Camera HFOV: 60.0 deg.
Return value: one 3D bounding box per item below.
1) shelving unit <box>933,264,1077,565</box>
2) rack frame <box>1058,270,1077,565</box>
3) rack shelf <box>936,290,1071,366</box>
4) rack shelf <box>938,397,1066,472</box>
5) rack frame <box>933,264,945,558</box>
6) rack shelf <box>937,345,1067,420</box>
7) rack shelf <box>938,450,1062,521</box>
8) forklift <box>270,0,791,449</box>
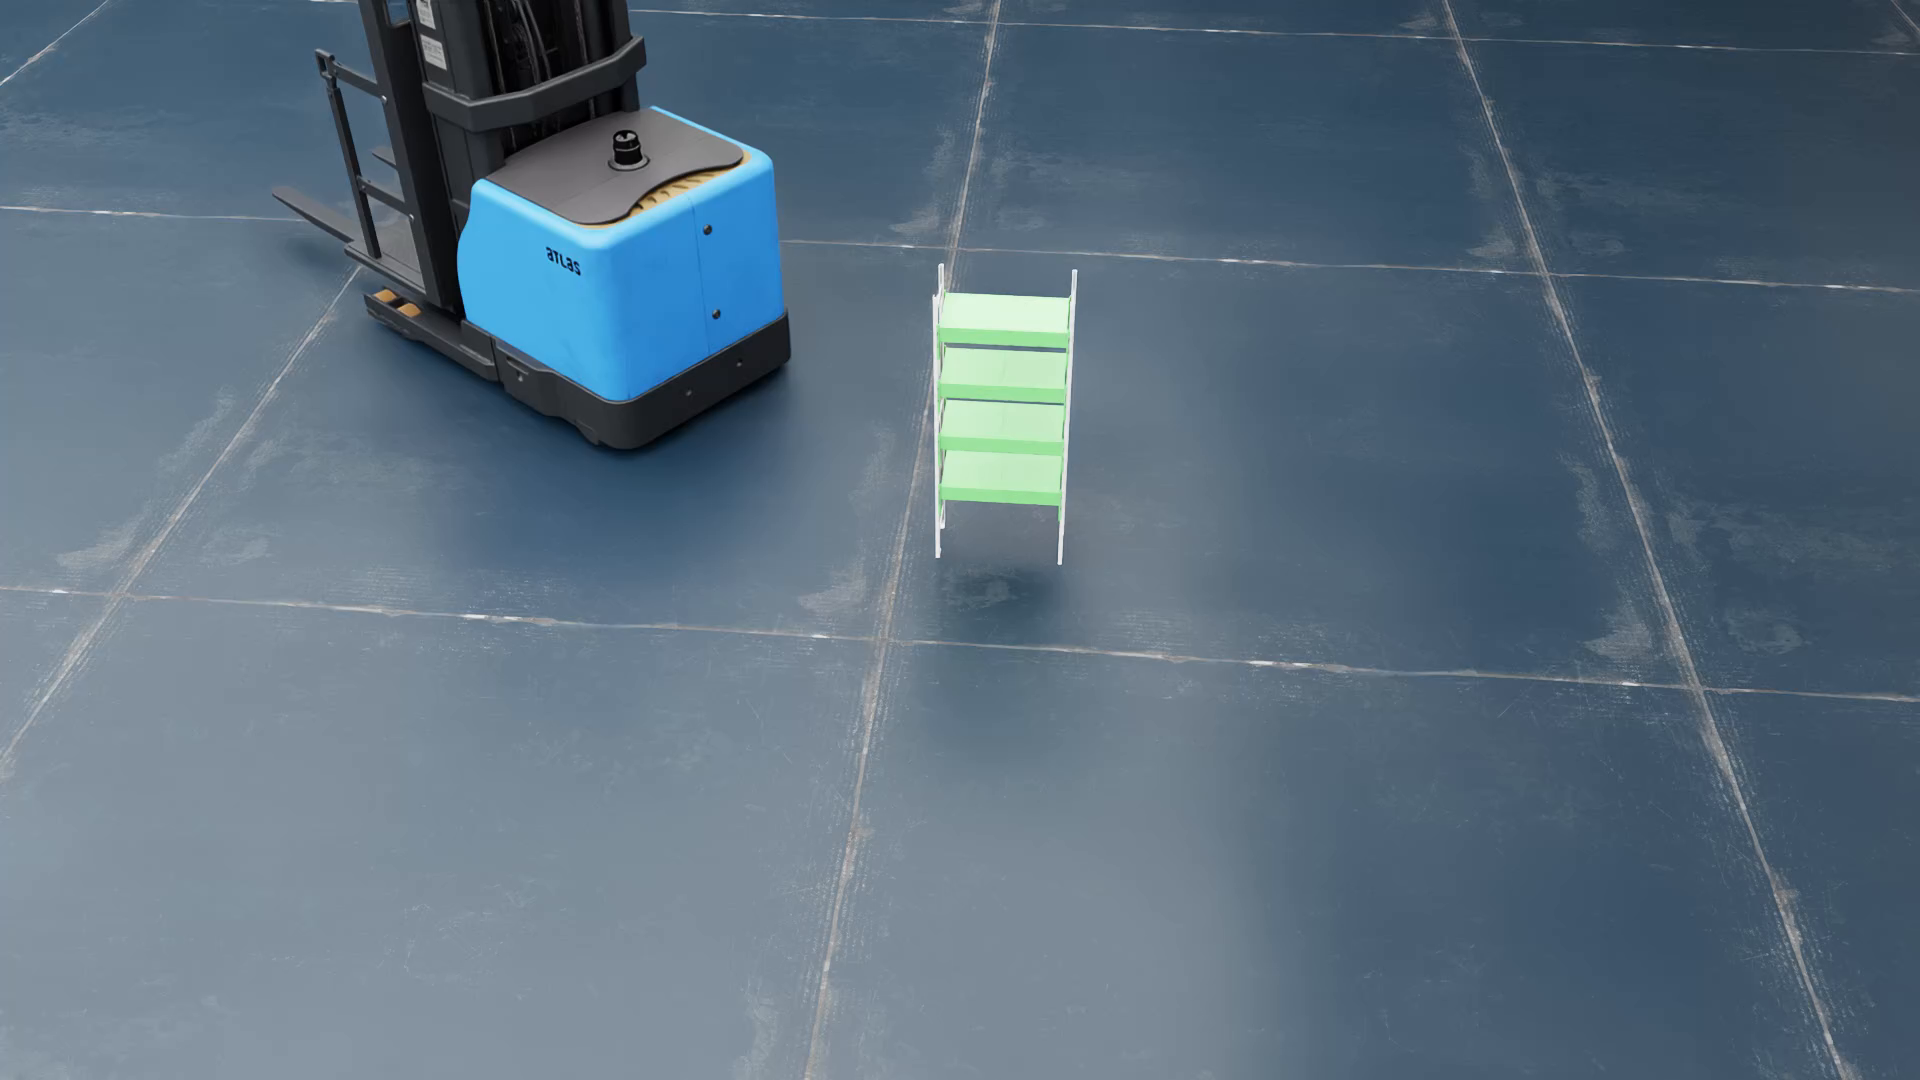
[{"bbox_3d":[0.165,-0.456,6.360,0.503,1.200,0.258,3,39,4],"label":"shelving unit"},{"bbox_3d":[0.408,-0.443,6.344,0.015,1.200,0.240,3,39,4],"label":"rack frame"},{"bbox_3d":[0.165,-0.779,6.097,0.480,0.148,0.258,3,39,4],"label":"rack shelf"},{"bbox_3d":[0.165,-0.407,6.400,0.480,0.148,0.258,3,39,4],"label":"rack shelf"},{"bbox_3d":[-0.078,-0.470,6.376,0.015,1.200,0.240,3,39,4],"label":"rack frame"},{"bbox_3d":[0.165,-0.593,6.249,0.480,0.148,0.258,3,39,4],"label":"rack shelf"},{"bbox_3d":[0.165,-0.221,6.552,0.480,0.148,0.258,3,39,4],"label":"rack shelf"},{"bbox_3d":[-2.224,-2.317,7.275,3.031,2.935,1.130,29,47,31],"label":"forklift"}]
